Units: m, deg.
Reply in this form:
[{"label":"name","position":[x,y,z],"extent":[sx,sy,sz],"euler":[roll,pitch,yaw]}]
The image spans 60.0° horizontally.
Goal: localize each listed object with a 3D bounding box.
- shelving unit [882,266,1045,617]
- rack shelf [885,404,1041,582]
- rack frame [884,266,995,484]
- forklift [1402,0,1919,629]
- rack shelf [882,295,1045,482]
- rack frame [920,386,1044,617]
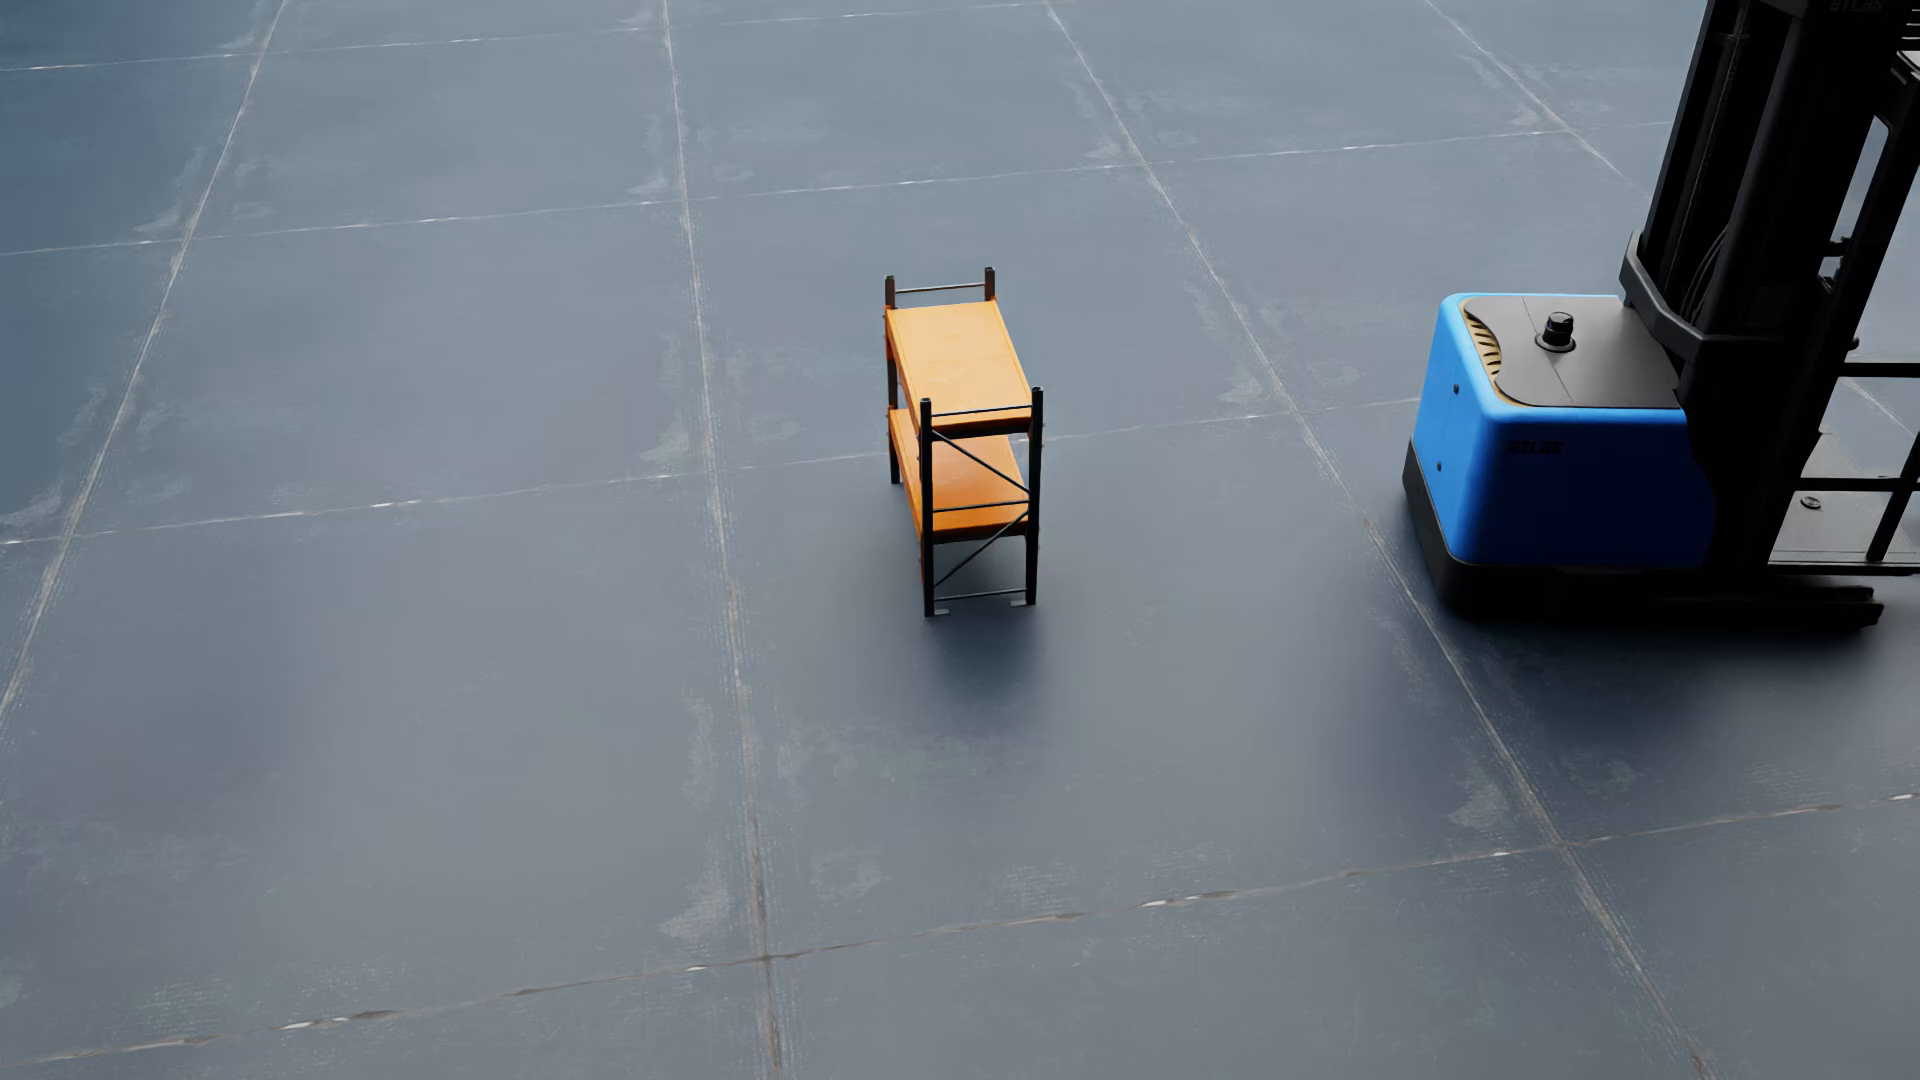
[{"label":"shelving unit","position":[-0.001,-0.448,7.410],"extent":[0.538,1.125,1.048],"euler":[-6,38,-8]},{"label":"rack shelf","position":[-0.001,-0.255,7.560],"extent":[0.538,0.278,1.000],"euler":[-6,38,-8]},{"label":"rack frame","position":[-0.090,-0.755,7.805],"extent":[0.500,1.125,0.032],"euler":[-6,38,-8]},{"label":"forklift","position":[3.629,-1.101,6.778],"extent":[3.031,2.935,1.130],"euler":[1,38,1]},{"label":"rack shelf","position":[-0.001,-0.679,7.231],"extent":[0.538,0.278,1.000],"euler":[-6,38,-8]},{"label":"rack frame","position":[0.088,-0.141,7.015],"extent":[0.500,1.125,0.032],"euler":[-6,38,-8]}]
